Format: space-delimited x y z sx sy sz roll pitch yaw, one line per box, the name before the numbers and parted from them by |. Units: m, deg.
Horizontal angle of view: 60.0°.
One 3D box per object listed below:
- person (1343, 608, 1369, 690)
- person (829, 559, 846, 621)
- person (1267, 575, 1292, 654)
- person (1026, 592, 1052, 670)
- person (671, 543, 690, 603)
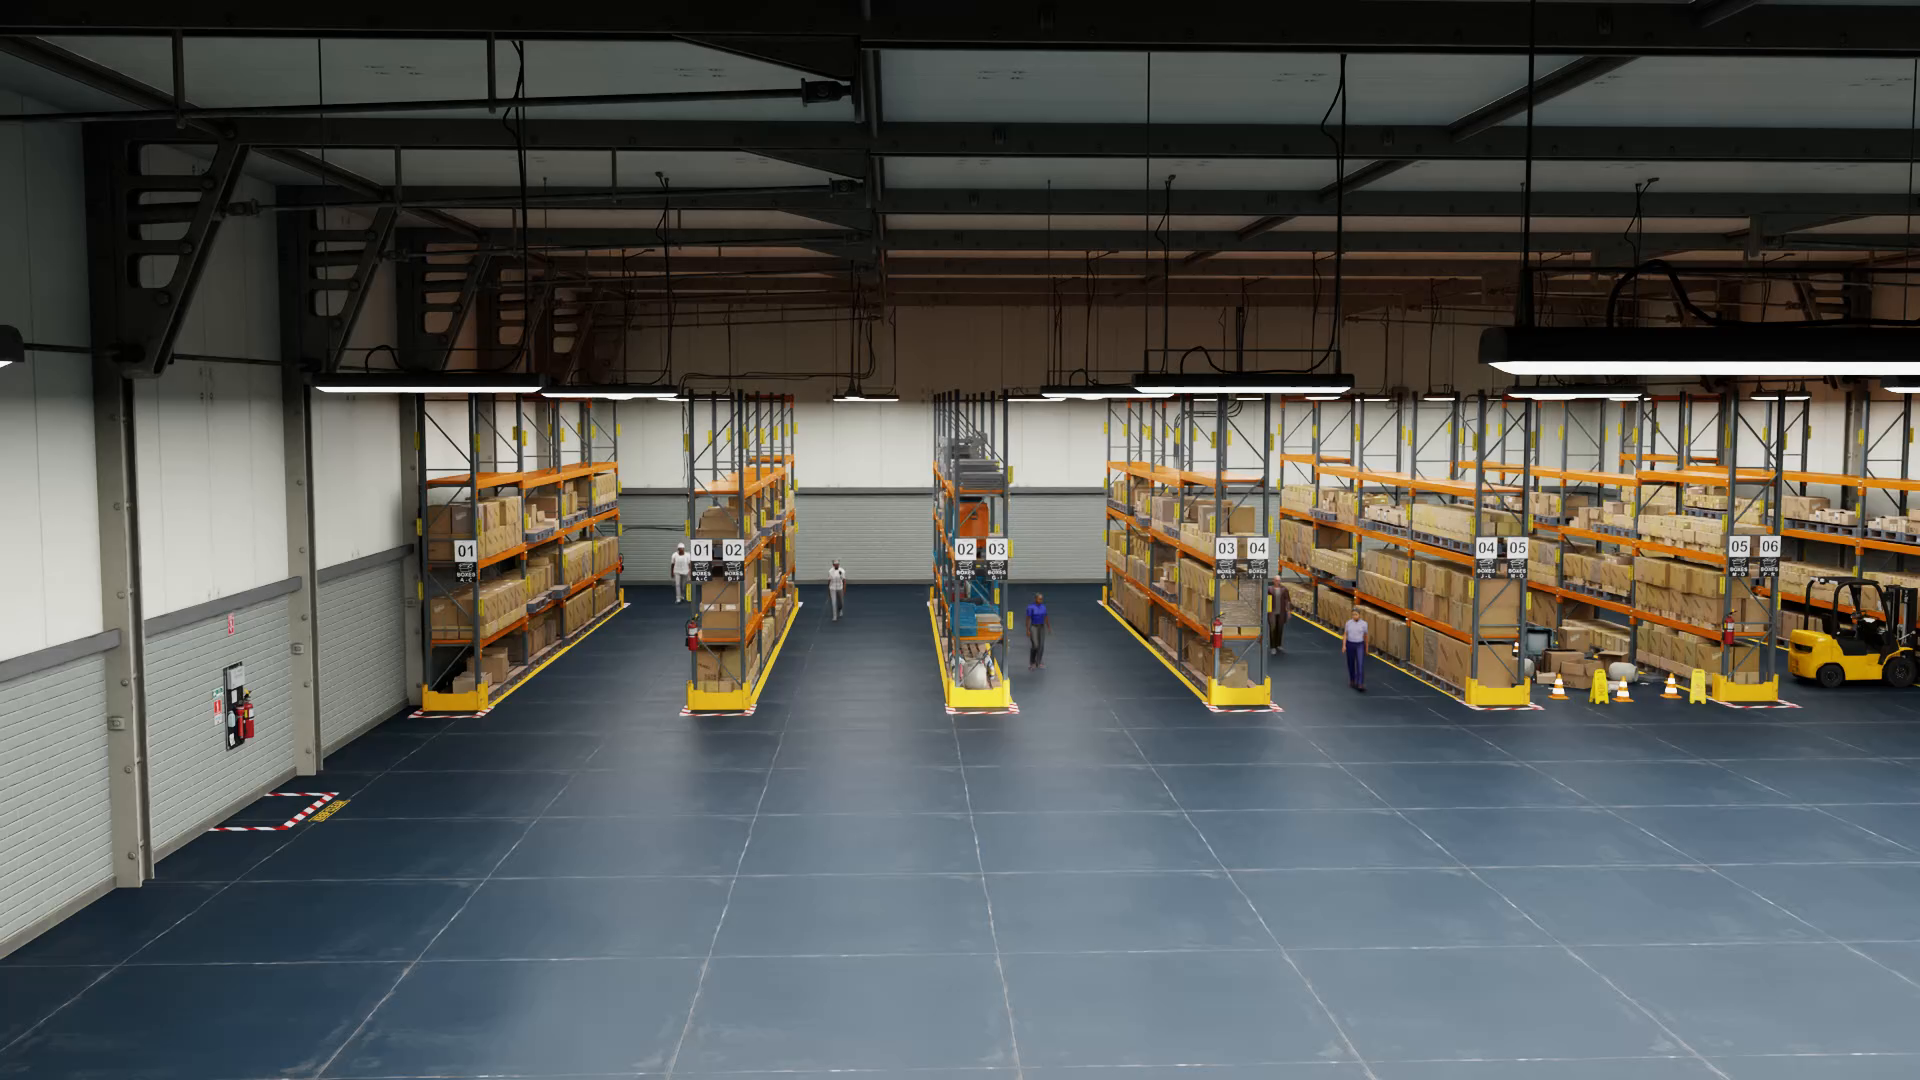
person | 8.006 2.182 33.574 0.532 1.628 0.824 3 5 31
person | -3.258 1.295 44.114 0.454 1.632 0.863 0 5 -5
person | 7.326 1.728 38.380 0.624 1.841 0.609 0 5 0
person | 1.693 1.988 35.963 0.538 1.721 0.388 -3 5 -29
person | -8.043 0.943 48.053 0.597 1.706 1.096 -1 5 -13
